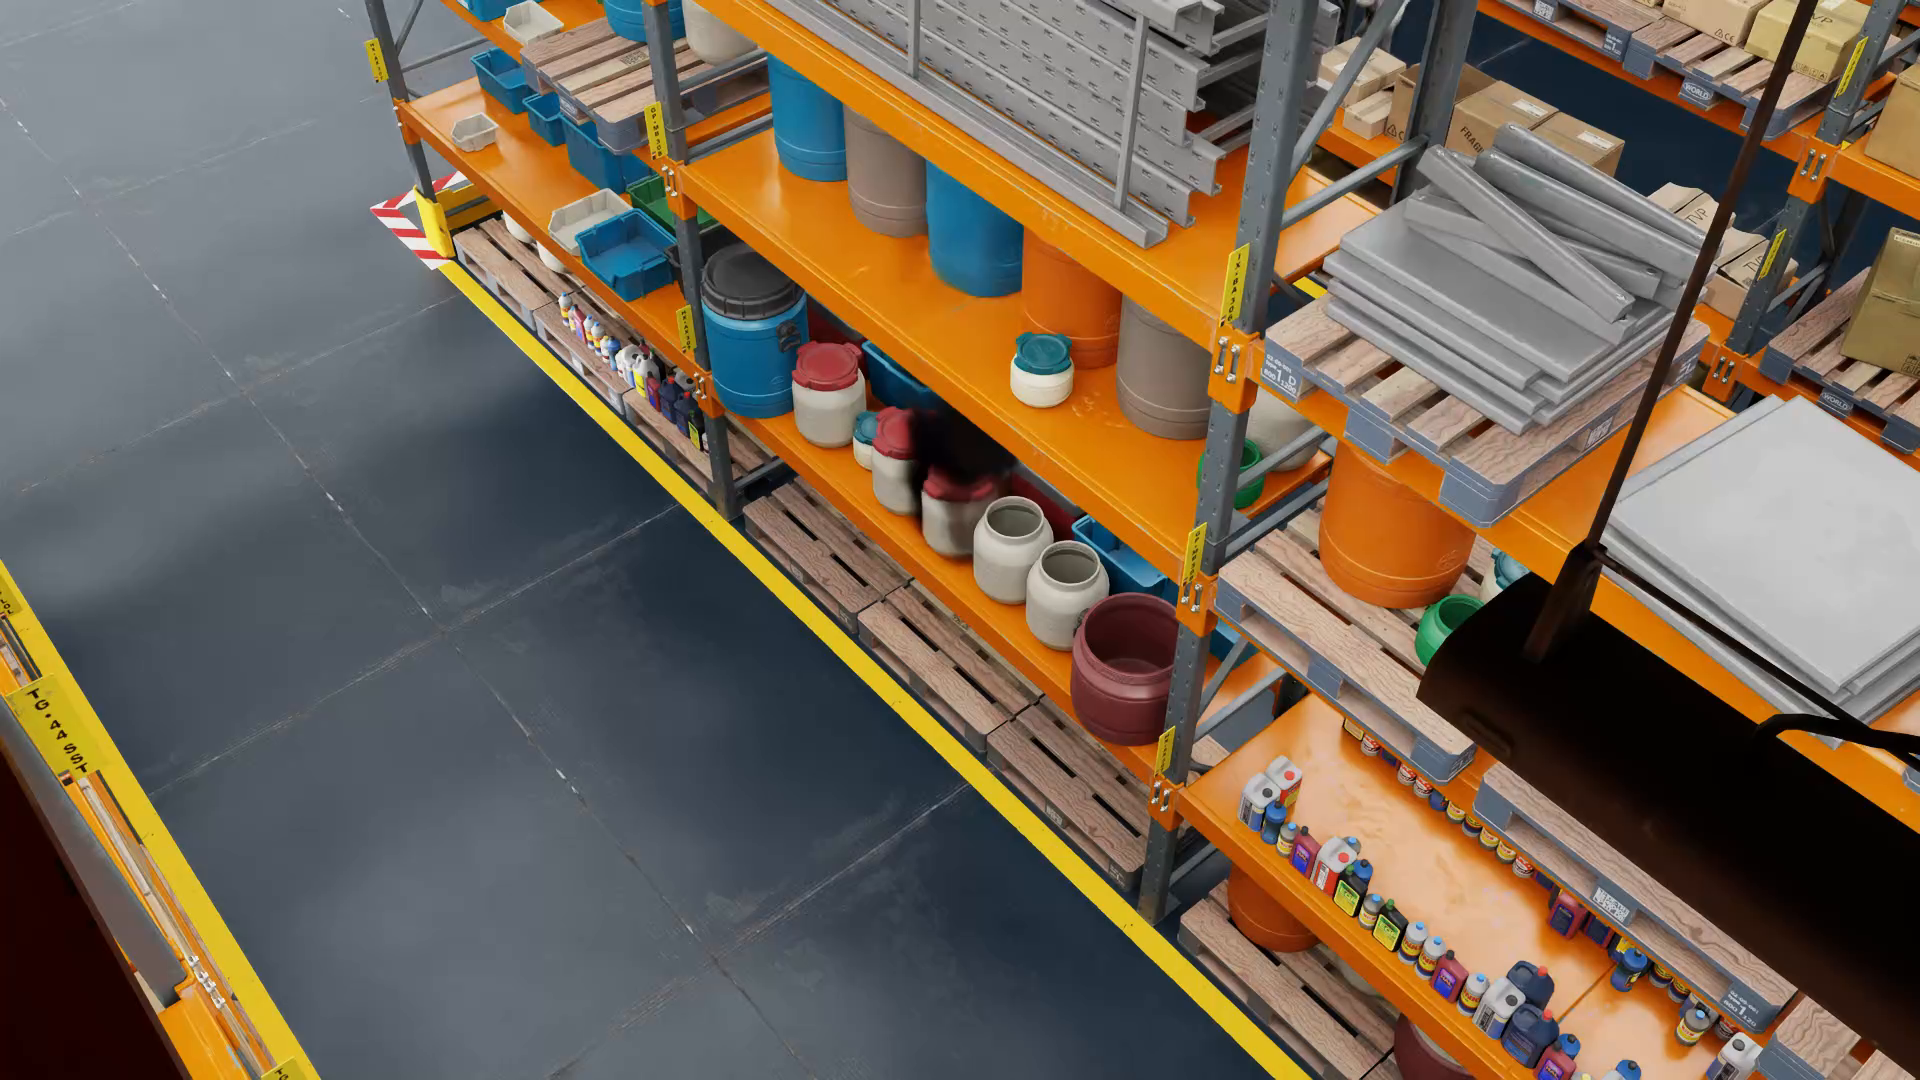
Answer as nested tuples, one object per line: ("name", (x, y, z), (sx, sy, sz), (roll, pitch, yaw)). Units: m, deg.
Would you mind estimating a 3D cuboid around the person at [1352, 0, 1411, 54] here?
("person", (3.544, -4.351, 13.988), (0.833, 1.734, 0.546), (29, 53, 25))
